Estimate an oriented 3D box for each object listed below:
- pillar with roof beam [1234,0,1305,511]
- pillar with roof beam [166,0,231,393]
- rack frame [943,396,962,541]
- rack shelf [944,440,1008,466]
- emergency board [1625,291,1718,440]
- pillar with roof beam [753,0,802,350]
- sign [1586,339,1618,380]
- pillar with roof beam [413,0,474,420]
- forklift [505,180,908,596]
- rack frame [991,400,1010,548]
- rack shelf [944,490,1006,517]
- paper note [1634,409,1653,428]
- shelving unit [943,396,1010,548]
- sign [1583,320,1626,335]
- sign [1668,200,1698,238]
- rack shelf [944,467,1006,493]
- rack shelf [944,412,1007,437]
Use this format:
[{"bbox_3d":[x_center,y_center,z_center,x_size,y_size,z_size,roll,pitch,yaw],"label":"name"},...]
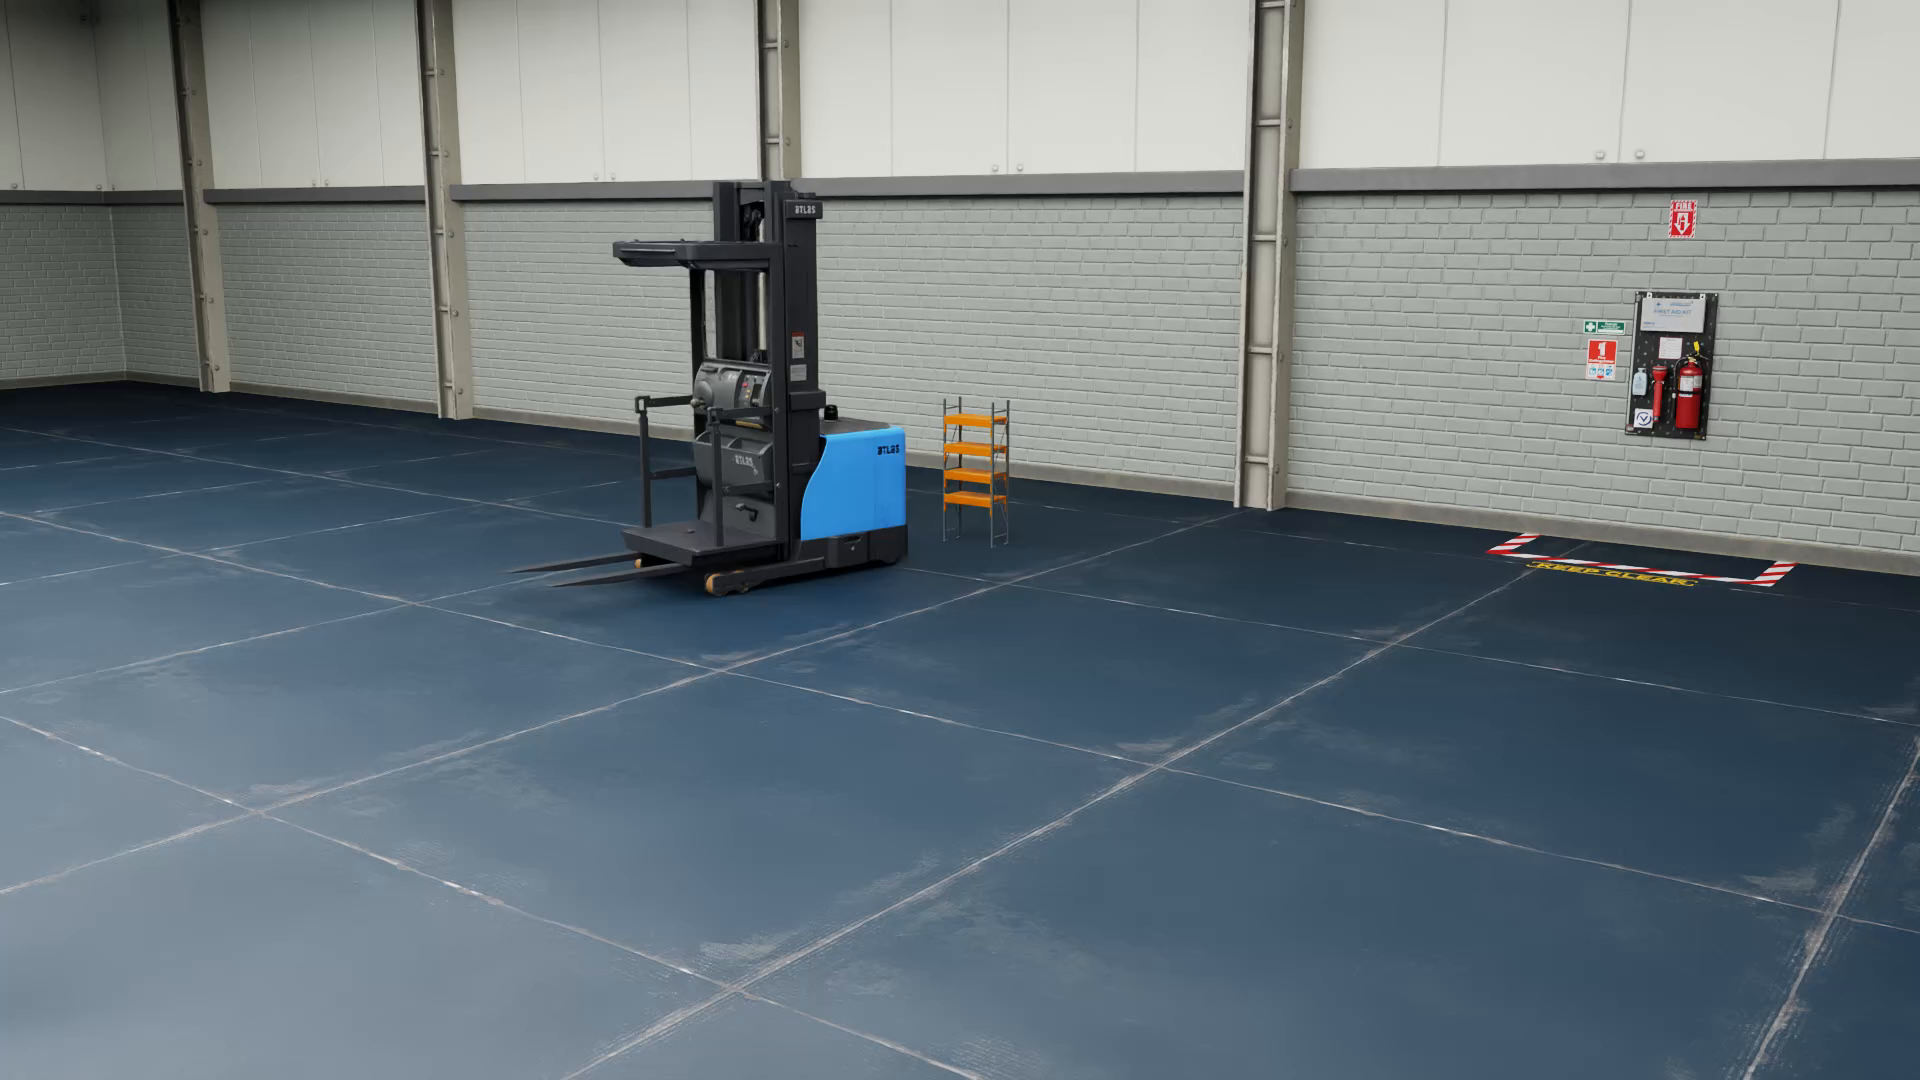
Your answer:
[{"bbox_3d":[0.275,-4.073,11.394,0.400,9.000,9.100,8,13,36],"label":"pillar with roof beam"},{"bbox_3d":[-14.233,-6.097,21.854,0.400,9.000,9.100,8,13,36],"label":"pillar with roof beam"},{"bbox_3d":[-0.063,-0.598,13.961,0.015,1.200,0.240,8,13,36],"label":"rack frame"},{"bbox_3d":[0.133,-0.724,13.790,0.480,0.148,0.258,8,13,36],"label":"rack shelf"},{"bbox_3d":[5.690,-1.396,13.350,0.643,1.169,0.194,8,13,36],"label":"emergency board"},{"bbox_3d":[-4.561,-4.748,14.880,0.400,9.000,9.100,8,13,36],"label":"pillar with roof beam"},{"bbox_3d":[5.305,-1.492,13.749,0.234,0.329,0.001,8,13,36],"label":"sign"},{"bbox_3d":[-9.397,-5.423,18.367,0.400,9.000,9.100,8,13,36],"label":"pillar with roof beam"},{"bbox_3d":[-1.852,-1.145,12.231,3.031,2.935,1.130,-9,14,-40],"label":"forklift"},{"bbox_3d":[0.330,-0.543,13.678,0.015,1.200,0.240,8,13,36],"label":"rack frame"},{"bbox_3d":[0.133,-0.309,13.870,0.480,0.148,0.258,8,13,36],"label":"rack shelf"},{"bbox_3d":[5.588,-0.994,13.591,0.142,0.148,0.016,8,13,36],"label":"paper note"},{"bbox_3d":[0.133,-0.570,13.820,0.503,1.200,0.258,8,13,36],"label":"shelving unit"},{"bbox_3d":[5.304,-1.750,13.689,0.331,0.109,0.001,8,13,36],"label":"sign"},{"bbox_3d":[5.742,-2.551,13.213,0.199,0.298,0.001,8,13,36],"label":"sign"},{"bbox_3d":[0.133,-0.504,13.832,0.480,0.148,0.258,8,13,36],"label":"rack shelf"},{"bbox_3d":[0.133,-0.956,13.745,0.480,0.148,0.258,8,13,36],"label":"rack shelf"}]
